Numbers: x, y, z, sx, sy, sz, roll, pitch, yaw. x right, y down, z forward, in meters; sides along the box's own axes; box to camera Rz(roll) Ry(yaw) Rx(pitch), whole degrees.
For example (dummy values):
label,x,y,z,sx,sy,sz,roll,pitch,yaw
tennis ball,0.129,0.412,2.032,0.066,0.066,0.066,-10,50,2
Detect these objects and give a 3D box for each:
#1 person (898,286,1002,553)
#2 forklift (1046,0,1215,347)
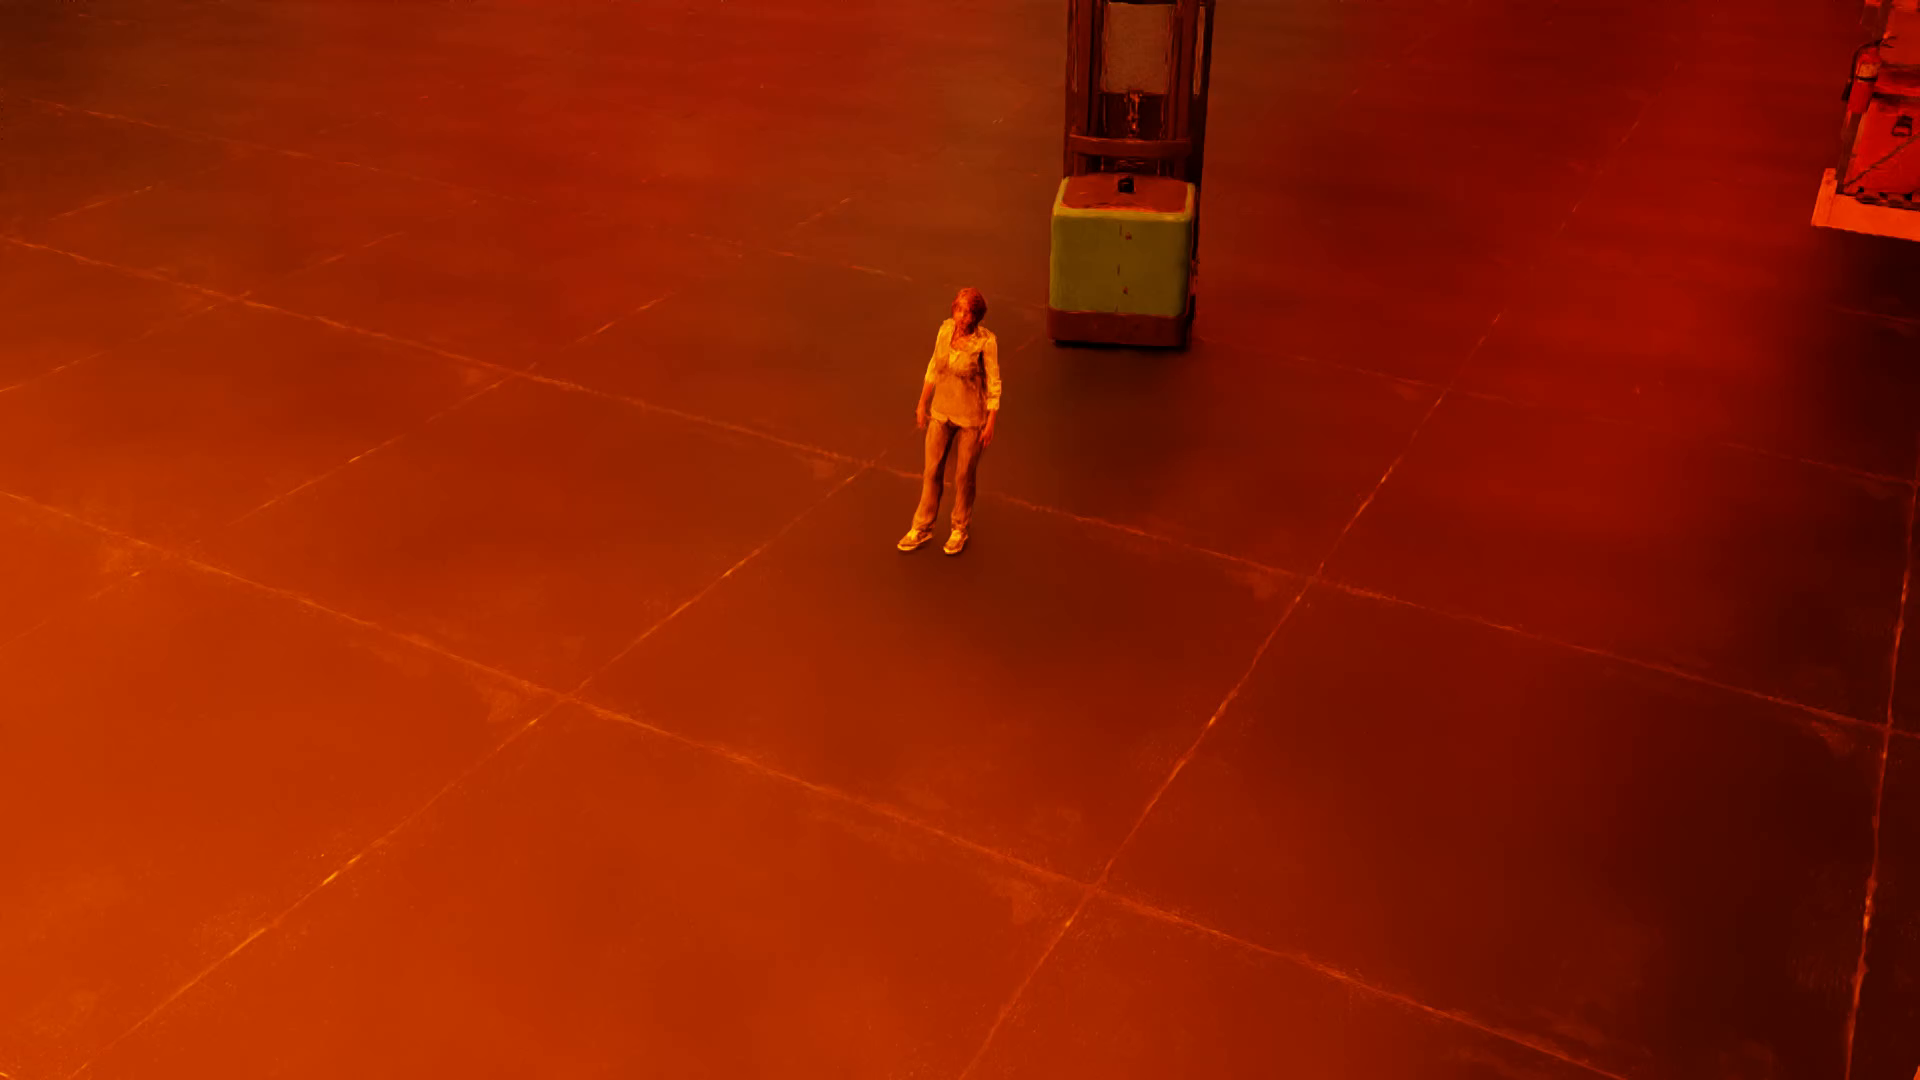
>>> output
label,x,y,z,sx,sy,sz,roll,pitch,yaw
person,-0.048,-0.669,9.550,0.521,1.597,0.474,15,33,25
forklift,1.390,-3.424,13.003,1.130,2.935,3.031,4,30,8
